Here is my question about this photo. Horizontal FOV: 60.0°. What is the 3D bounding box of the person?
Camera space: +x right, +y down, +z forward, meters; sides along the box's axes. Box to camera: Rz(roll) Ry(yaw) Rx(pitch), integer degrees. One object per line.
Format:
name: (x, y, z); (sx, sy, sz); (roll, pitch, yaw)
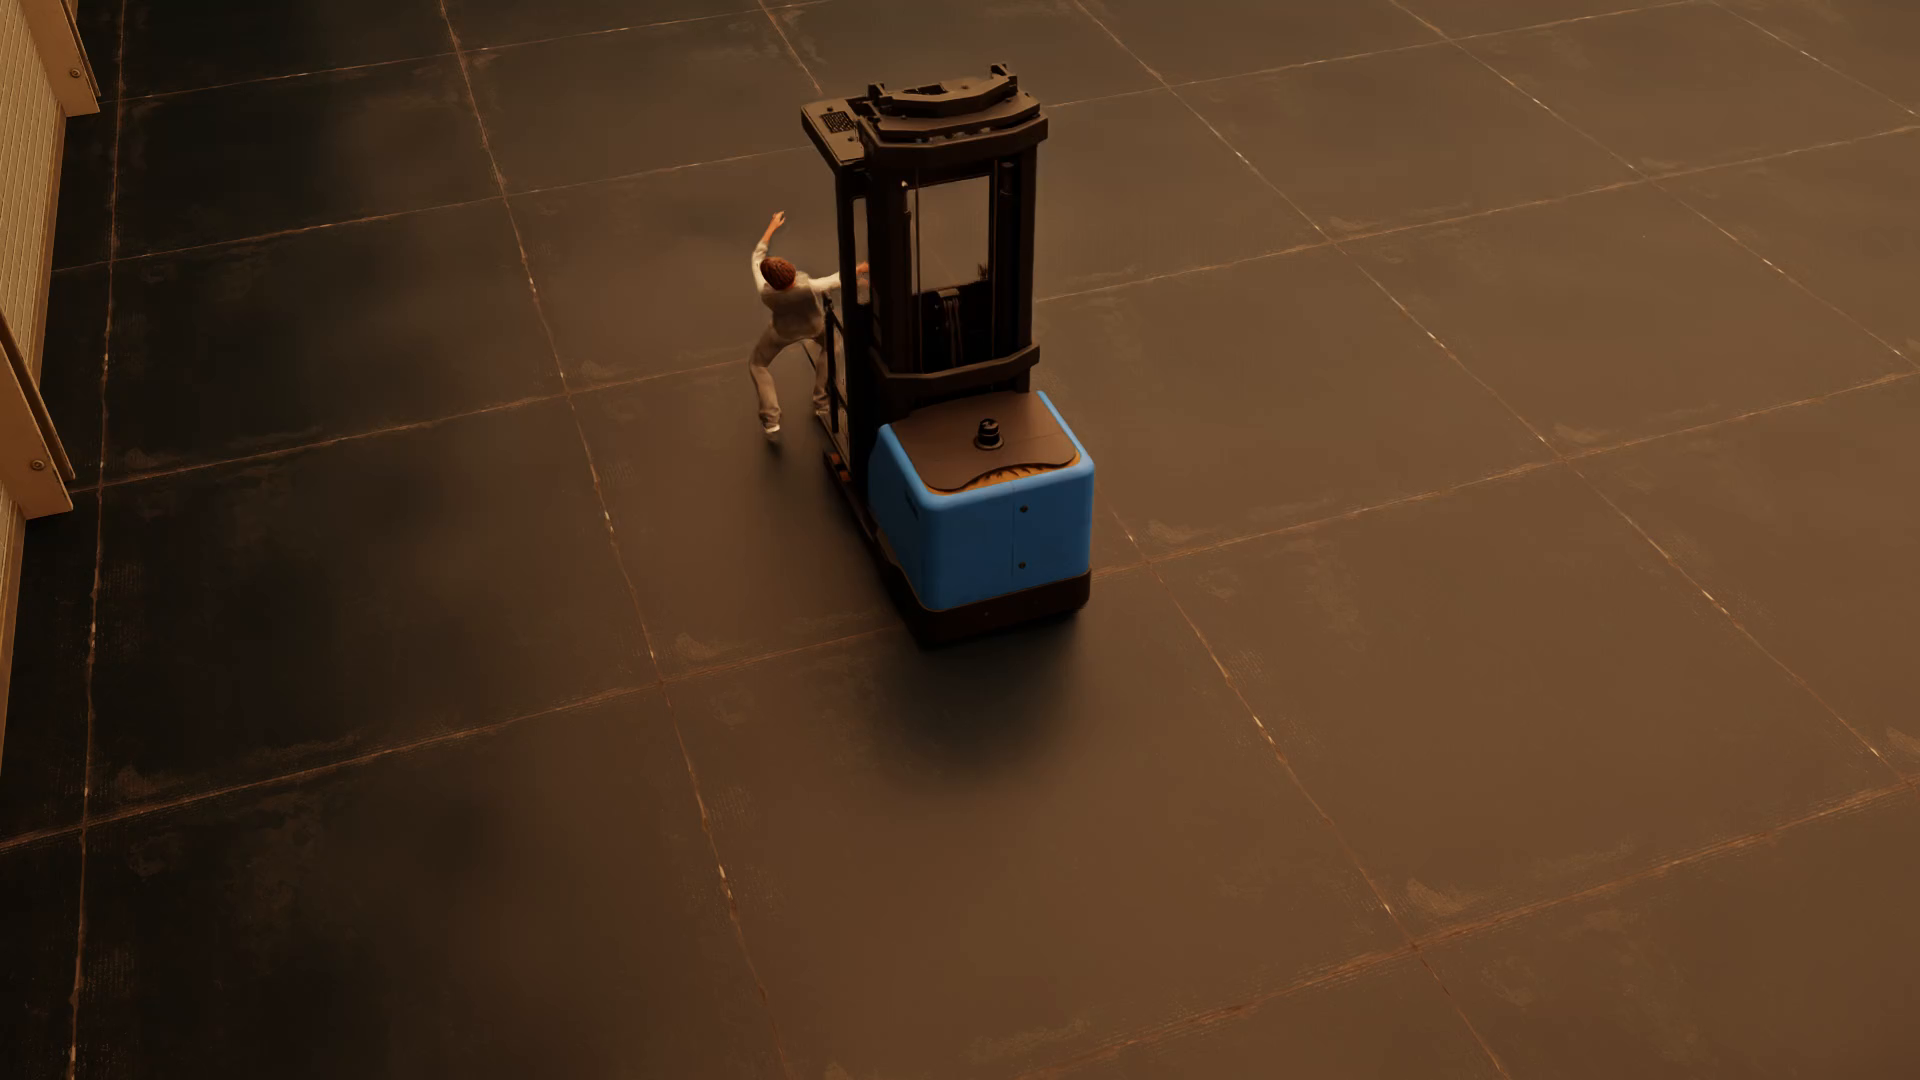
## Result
person: (-0.956, -1.405, 10.861); (0.921, 1.386, 0.660); (-13, 42, -15)

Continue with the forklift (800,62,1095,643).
forklift: (-0.235, -1.493, 9.774); (1.130, 2.935, 3.031); (-14, 42, -16)
